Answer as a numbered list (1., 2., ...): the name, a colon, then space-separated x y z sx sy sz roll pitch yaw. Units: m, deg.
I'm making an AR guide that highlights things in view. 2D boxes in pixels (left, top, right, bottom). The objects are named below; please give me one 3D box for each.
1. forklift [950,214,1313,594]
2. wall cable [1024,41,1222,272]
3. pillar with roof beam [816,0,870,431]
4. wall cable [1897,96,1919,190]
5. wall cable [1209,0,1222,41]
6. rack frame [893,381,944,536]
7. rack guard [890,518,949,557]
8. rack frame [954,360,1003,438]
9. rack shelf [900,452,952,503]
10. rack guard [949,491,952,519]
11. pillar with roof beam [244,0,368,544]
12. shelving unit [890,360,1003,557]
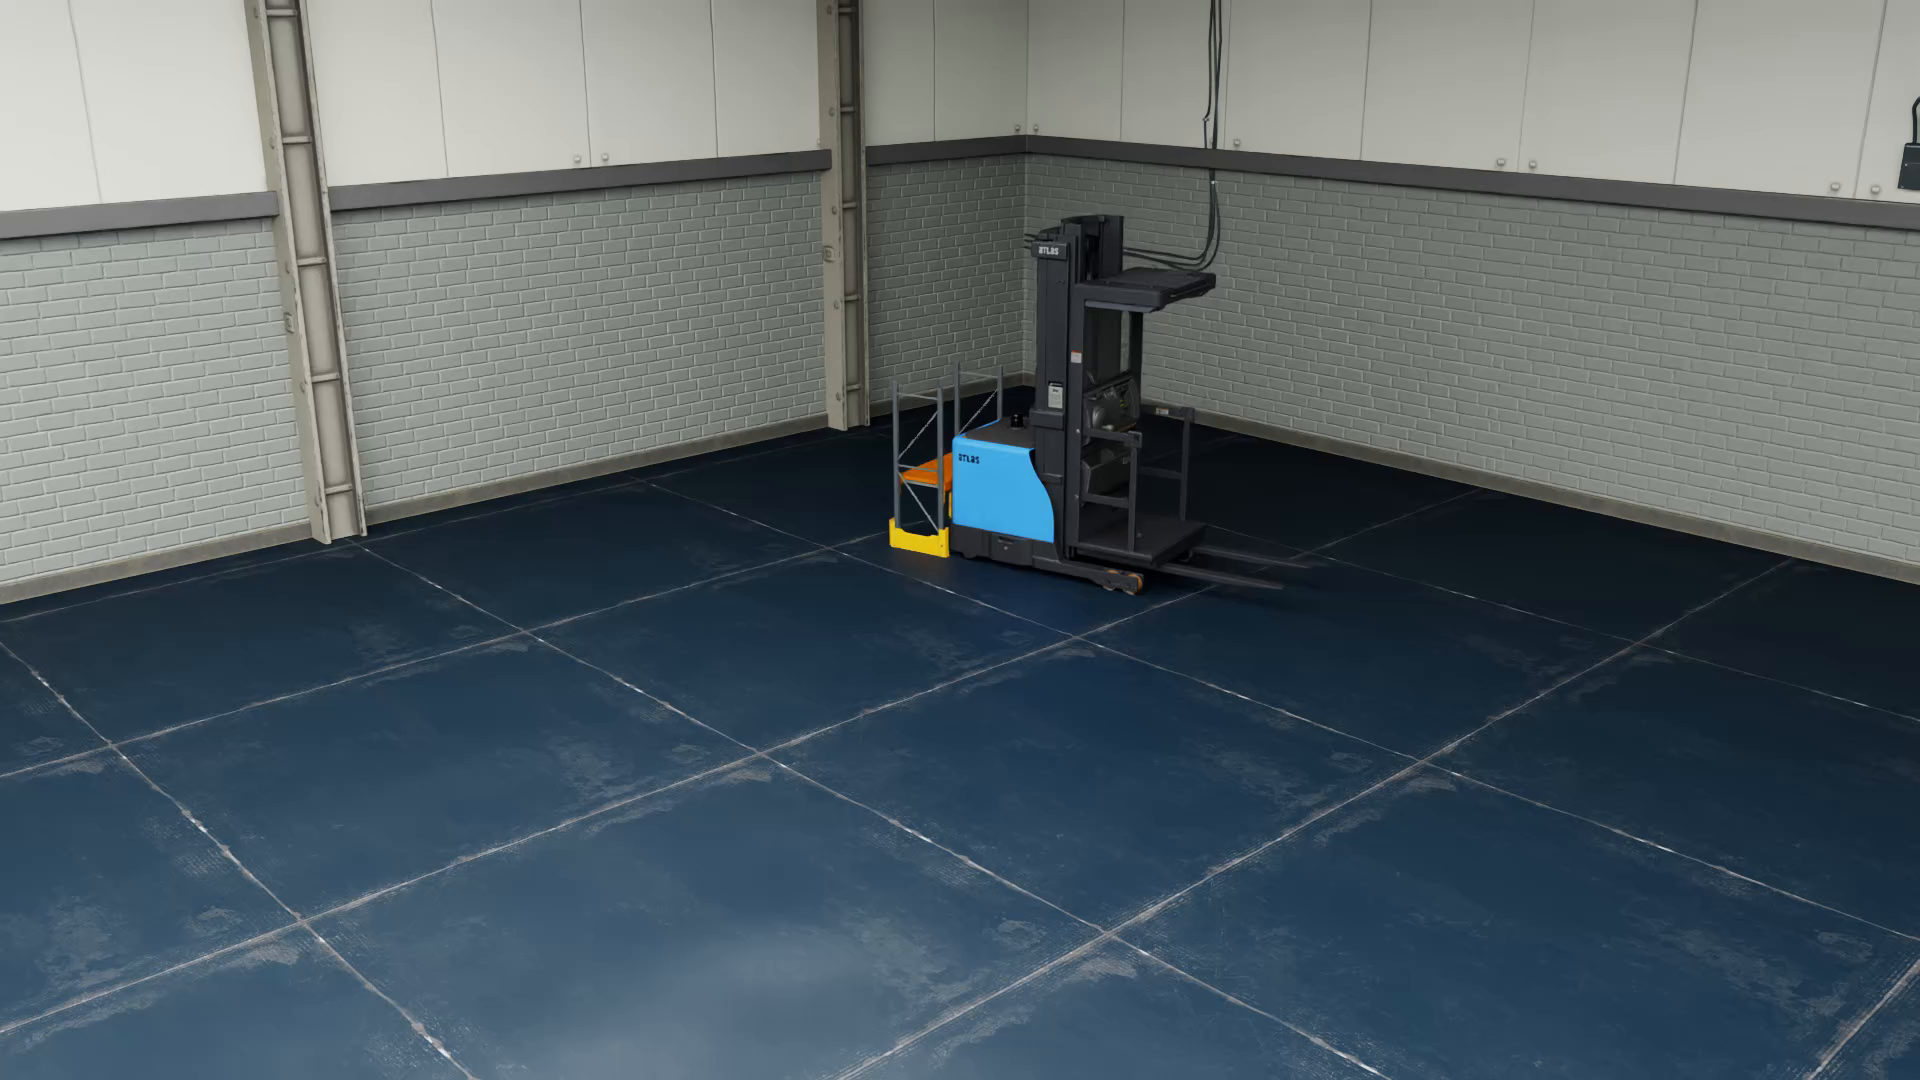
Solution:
1. forklift: 1.436 -1.135 13.733 3.031 2.935 1.130 11 21 30
2. wall cable: 1.775 -4.441 19.125 0.112 2.526 3.097 -16 24 -41
3. pillar with roof beam: 1.683 -4.625 14.659 0.400 9.000 9.100 -16 24 -41
4. wall cable: 8.286 -5.405 11.550 0.169 6.003 2.305 -16 24 -41
5. wall cable: 3.634 -6.237 16.476 0.112 2.526 3.097 -16 24 -41
6. rack frame: -0.360 -0.619 14.461 0.500 1.500 0.032 11 21 30
7. rack guard: -0.360 -0.024 14.654 0.587 0.250 0.087 11 21 30
8. rack frame: 0.169 -0.886 15.286 0.500 1.500 0.032 11 21 30
9. rack shelf: -0.096 -0.581 14.929 0.538 0.185 1.000 11 21 30
10. rack guard: 0.159 -0.287 15.463 0.587 0.250 0.087 11 21 30
11. pillar with roof beam: -2.676 -3.354 10.738 0.400 9.000 9.100 -16 24 -41
12. shelving unit: -0.100 -0.750 14.866 0.587 1.500 1.083 11 21 30
